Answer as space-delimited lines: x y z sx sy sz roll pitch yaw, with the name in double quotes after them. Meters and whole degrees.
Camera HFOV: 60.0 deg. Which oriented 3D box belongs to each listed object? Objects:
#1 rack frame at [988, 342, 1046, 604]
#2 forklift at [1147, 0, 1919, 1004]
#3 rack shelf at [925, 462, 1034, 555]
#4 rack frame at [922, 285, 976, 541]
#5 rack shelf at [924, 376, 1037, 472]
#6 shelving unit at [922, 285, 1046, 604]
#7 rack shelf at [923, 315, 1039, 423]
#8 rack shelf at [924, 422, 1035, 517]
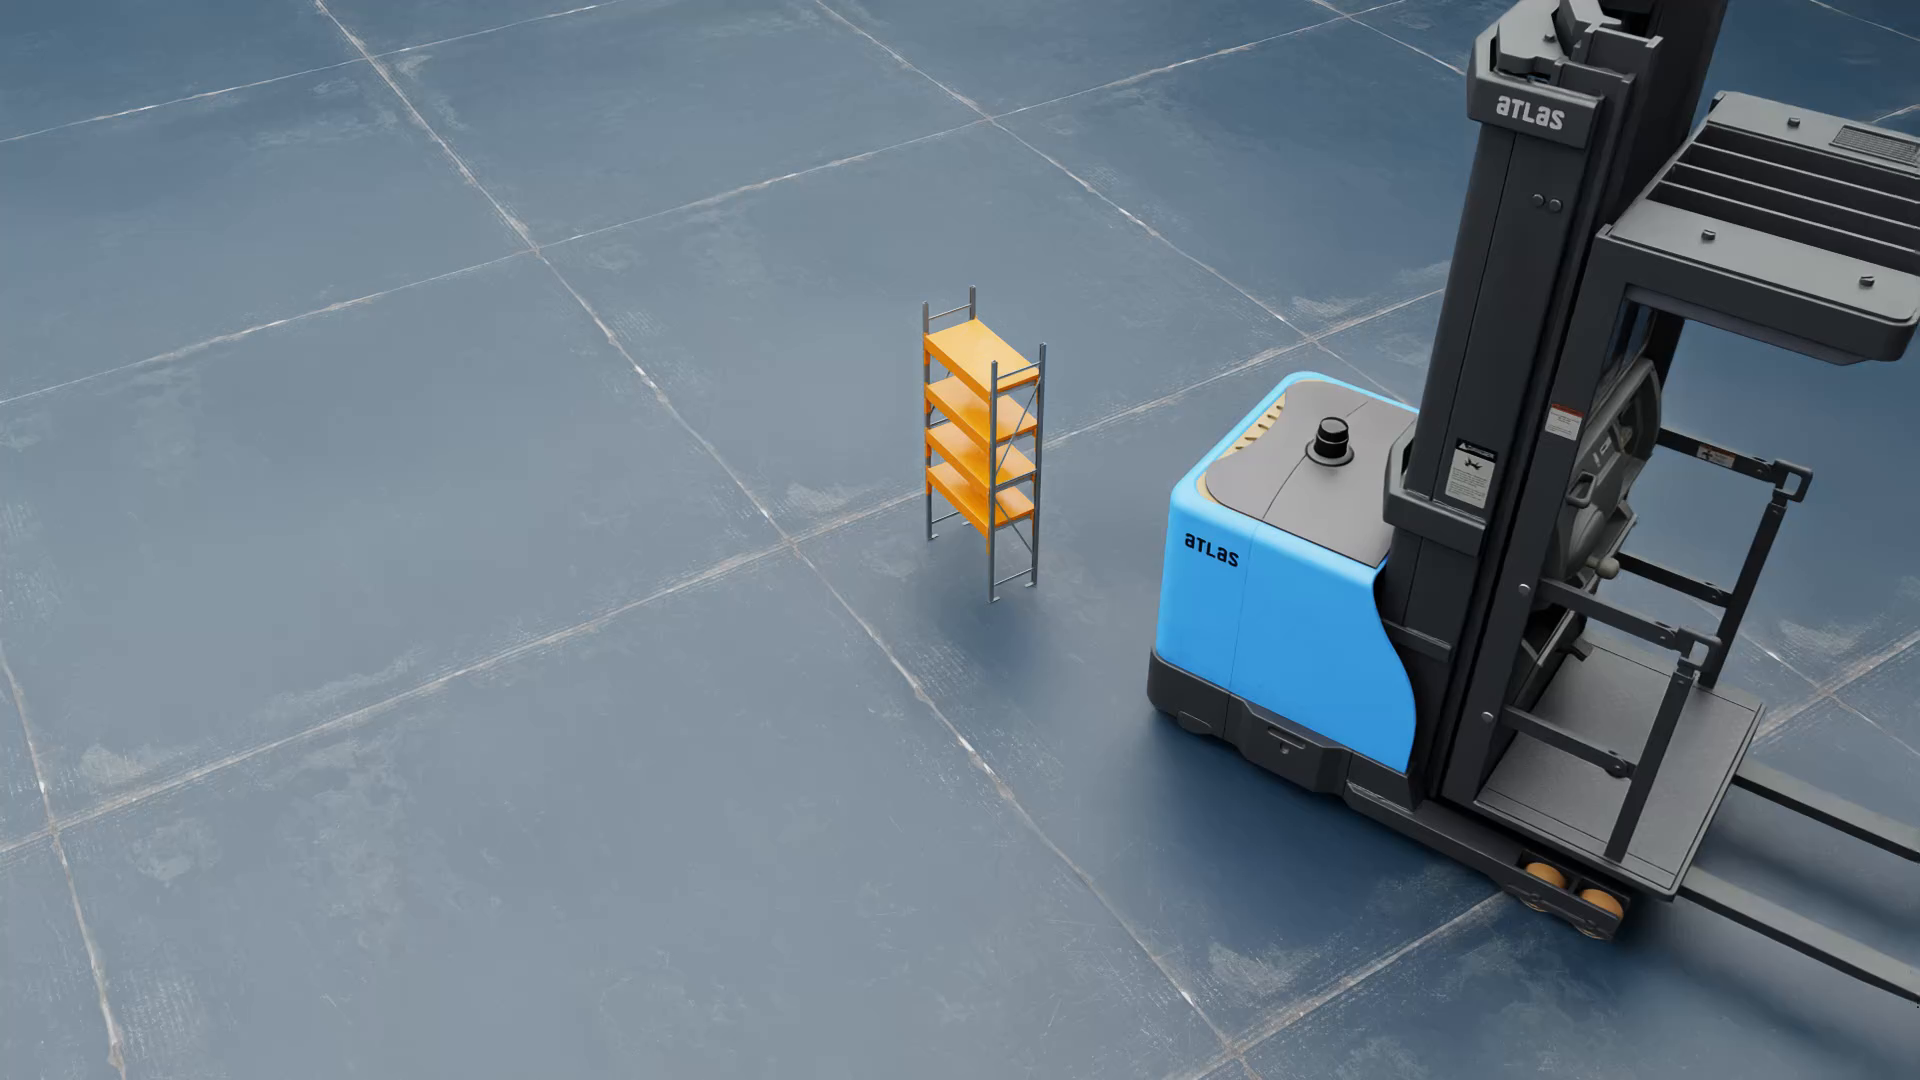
0.220 -0.240 6.601 0.240 1.200 0.015 -22 45 -24 "rack frame"
2.214 -0.168 5.162 3.031 2.935 1.130 25 46 27 "forklift"
0.089 -0.167 6.929 0.258 0.148 0.480 -22 45 -24 "rack shelf"
-0.042 -0.503 6.917 0.240 1.200 0.015 -22 45 -24 "rack frame"
0.089 -0.492 6.659 0.258 0.148 0.480 -22 45 -24 "rack shelf"
0.089 -0.372 6.759 0.258 1.200 0.503 -22 45 -24 "shelving unit"
0.089 -0.673 6.507 0.258 0.148 0.480 -22 45 -24 "rack shelf"
0.089 -0.320 6.802 0.258 0.148 0.480 -22 45 -24 "rack shelf"
